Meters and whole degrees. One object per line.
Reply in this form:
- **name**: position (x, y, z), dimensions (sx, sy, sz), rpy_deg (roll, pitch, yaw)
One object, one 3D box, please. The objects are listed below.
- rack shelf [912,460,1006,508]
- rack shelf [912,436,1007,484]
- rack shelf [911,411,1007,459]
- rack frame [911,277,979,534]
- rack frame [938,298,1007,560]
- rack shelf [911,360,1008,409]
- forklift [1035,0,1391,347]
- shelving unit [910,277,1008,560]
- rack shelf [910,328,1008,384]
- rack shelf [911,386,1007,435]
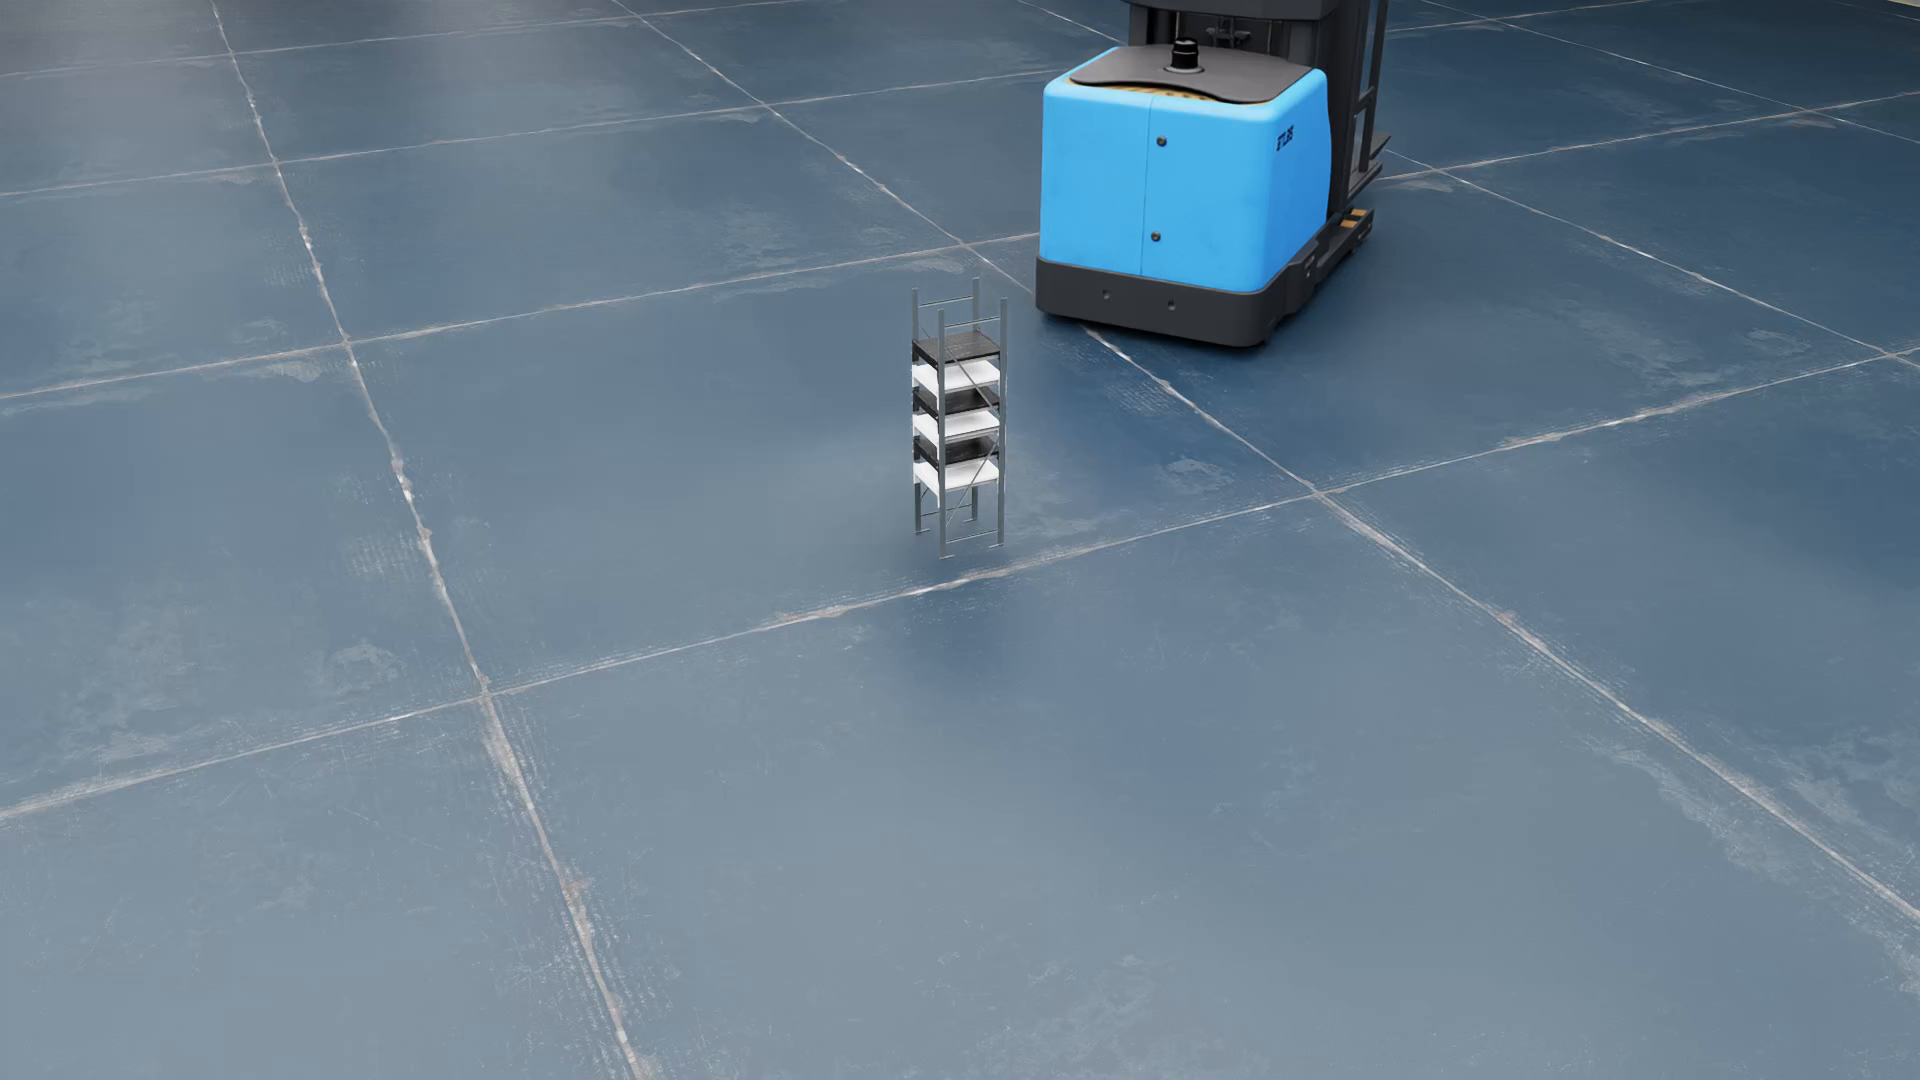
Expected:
- **rack shelf**: position (-0.003, -0.210, 5.641), dimensions (0.258, 0.077, 0.200), rpy_deg (-13, 32, -22)
- **rack shelf**: position (-0.003, -0.289, 5.597), dimensions (0.258, 0.077, 0.200), rpy_deg (-13, 32, -22)
- **rack shelf**: position (-0.003, -0.367, 5.553), dimensions (0.258, 0.077, 0.200), rpy_deg (-13, 32, -22)
- **rack frame**: position (-0.047, -0.441, 5.616), dimensions (0.240, 0.900, 0.006), rpy_deg (-13, 32, -22)
- **rack frame**: position (0.040, -0.351, 5.456), dimensions (0.240, 0.900, 0.006), rpy_deg (-13, 32, -22)
- **rack shelf**: position (-0.003, -0.524, 5.465), dimensions (0.258, 0.077, 0.200), rpy_deg (-13, 32, -22)
- **forklift**: position (1.450, -2.795, 7.737), dimensions (1.130, 2.935, 3.031), rpy_deg (14, 32, 23)
- **shelving unit**: position (-0.003, -0.396, 5.536), dimensions (0.258, 0.900, 0.210), rpy_deg (-13, 32, -22)
- **rack shelf**: position (-0.003, -0.603, 5.421), dimensions (0.258, 0.077, 0.200), rpy_deg (-13, 32, -22)
- **rack shelf**: position (-0.003, -0.446, 5.509), dimensions (0.258, 0.077, 0.200), rpy_deg (-13, 32, -22)
